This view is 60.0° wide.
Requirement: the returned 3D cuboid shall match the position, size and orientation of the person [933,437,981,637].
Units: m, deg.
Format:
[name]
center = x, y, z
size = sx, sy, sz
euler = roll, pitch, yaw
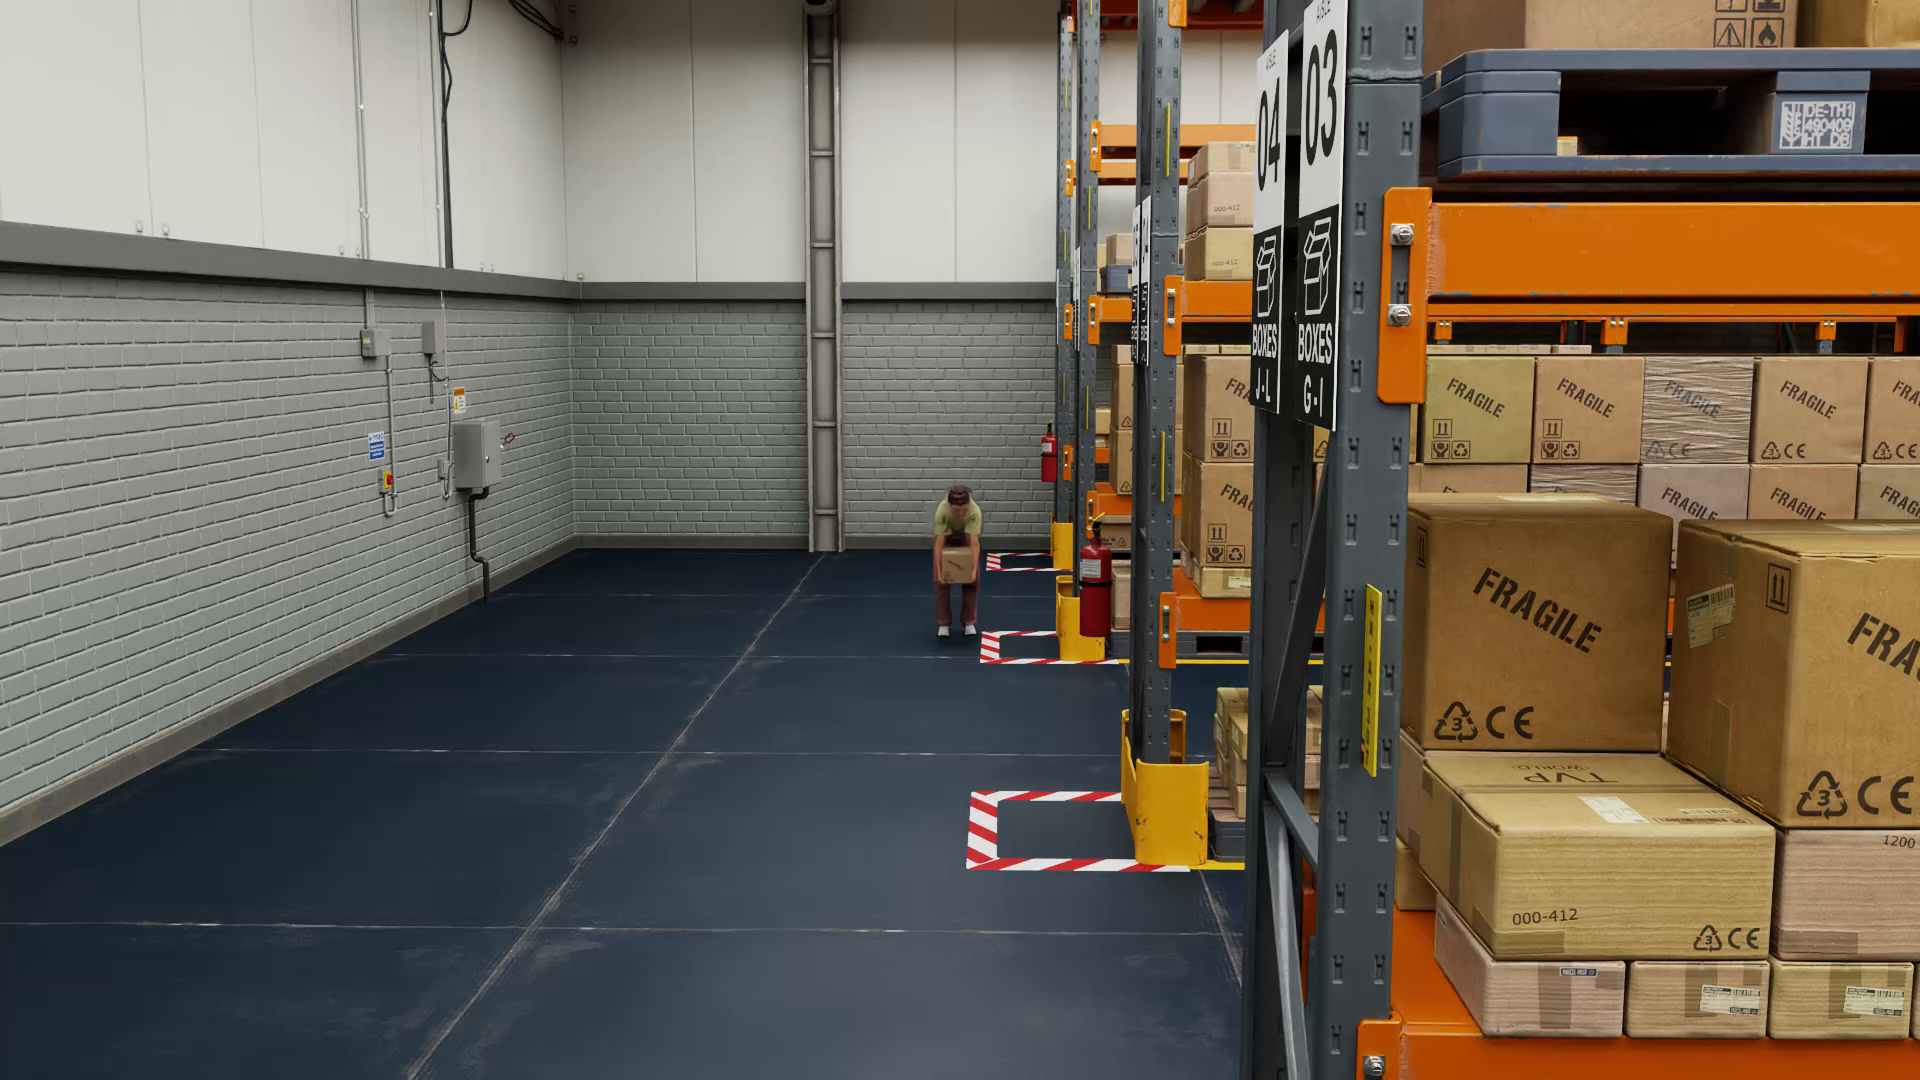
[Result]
[person]
center = -0.026, -0.023, 14.008
size = 0.405, 1.669, 0.528
euler = 0, 7, -2
